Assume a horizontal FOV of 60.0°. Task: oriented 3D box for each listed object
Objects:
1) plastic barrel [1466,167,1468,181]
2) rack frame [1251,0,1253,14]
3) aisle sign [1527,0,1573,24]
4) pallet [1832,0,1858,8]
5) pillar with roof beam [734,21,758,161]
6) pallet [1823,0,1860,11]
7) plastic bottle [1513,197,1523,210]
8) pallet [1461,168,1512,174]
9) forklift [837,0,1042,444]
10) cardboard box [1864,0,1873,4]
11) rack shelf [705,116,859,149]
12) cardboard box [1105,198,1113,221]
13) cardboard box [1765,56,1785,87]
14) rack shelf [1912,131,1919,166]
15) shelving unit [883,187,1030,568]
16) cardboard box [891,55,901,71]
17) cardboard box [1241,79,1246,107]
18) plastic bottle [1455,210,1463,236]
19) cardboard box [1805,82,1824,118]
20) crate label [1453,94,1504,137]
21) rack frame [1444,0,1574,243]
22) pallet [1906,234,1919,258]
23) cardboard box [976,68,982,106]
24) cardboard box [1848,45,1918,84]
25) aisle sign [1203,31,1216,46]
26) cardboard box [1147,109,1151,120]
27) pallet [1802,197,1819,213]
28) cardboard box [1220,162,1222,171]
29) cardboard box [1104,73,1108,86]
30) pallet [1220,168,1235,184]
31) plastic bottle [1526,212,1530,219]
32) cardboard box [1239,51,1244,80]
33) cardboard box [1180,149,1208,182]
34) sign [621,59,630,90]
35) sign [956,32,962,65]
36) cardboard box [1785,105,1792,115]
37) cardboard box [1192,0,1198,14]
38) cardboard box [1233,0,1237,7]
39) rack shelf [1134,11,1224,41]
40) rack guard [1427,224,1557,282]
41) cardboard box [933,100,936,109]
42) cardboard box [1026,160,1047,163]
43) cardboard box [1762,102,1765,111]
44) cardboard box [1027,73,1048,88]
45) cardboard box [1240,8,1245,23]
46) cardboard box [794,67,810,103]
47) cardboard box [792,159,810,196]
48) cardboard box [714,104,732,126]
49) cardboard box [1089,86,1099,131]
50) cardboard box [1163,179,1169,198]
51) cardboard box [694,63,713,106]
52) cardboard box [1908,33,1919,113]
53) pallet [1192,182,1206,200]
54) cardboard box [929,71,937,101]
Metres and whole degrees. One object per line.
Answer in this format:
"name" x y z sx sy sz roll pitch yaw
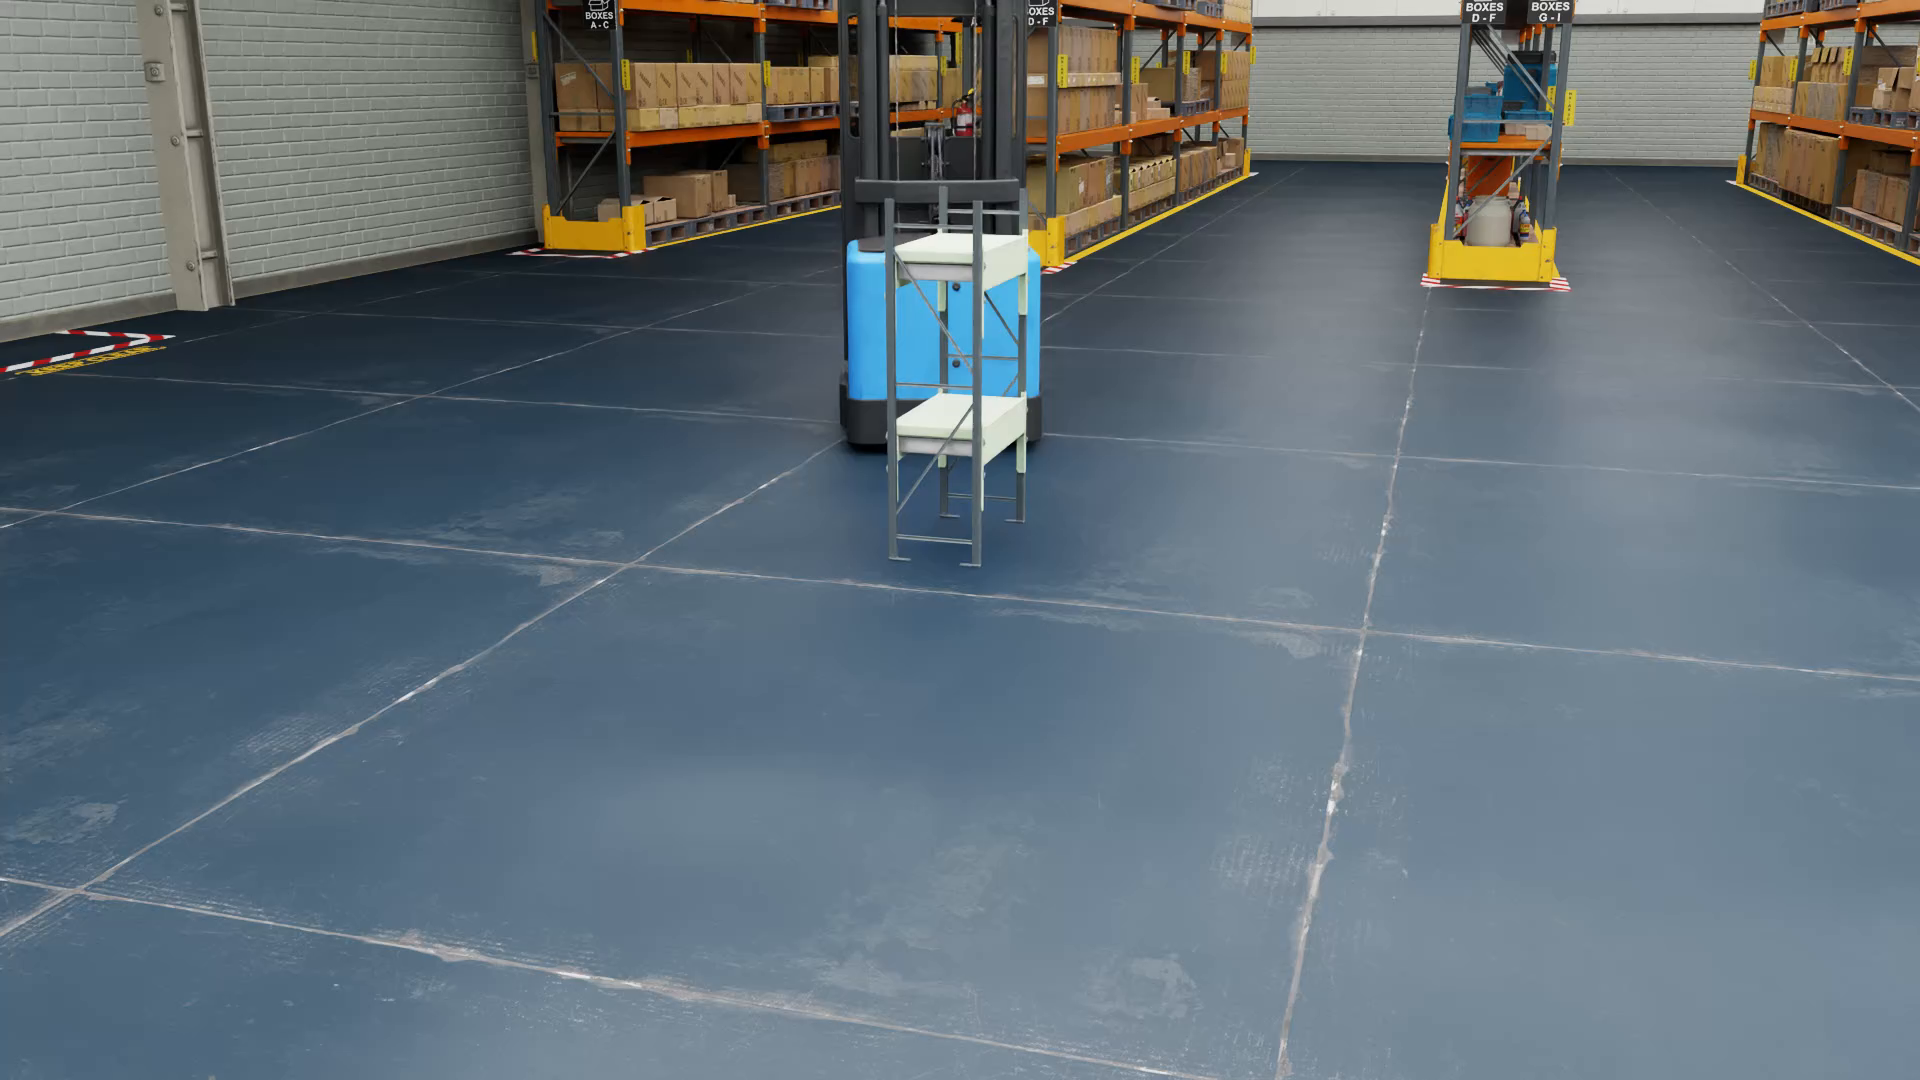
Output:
"plastic barrel" 8.060 -5.696 25.705 0.421 0.512 0.421 0 16 0
"rack frame" 5.067 -11.476 31.299 1.000 3.000 0.127 5 16 16
"aisle sign" 5.529 -5.228 15.500 0.394 0.787 0.004 5 16 16
"pallet" 12.423 -7.253 22.251 1.213 0.211 1.003 5 17 18
"pillar with roof beam" 0.972 -9.159 23.131 9.100 9.000 0.400 5 16 16
"pallet" 12.738 -7.545 23.283 1.003 0.211 1.213 5 17 18
"plastic bottle" 6.444 -3.762 19.142 0.144 0.351 0.185 4 16 13
"pallet" 9.544 -6.651 30.390 1.003 0.211 1.213 5 16 16
"forklift" -0.173 -2.270 9.961 1.130 2.935 3.031 -1 16 -4
"cardboard box" 11.913 -6.995 21.273 0.500 0.250 0.500 5 17 17
"rack shelf" -2.525 -6.011 24.342 1.077 0.370 4.000 5 16 16
"cardboard box" 1.583 -4.061 20.420 0.500 0.250 0.500 5 16 16
"cardboard box" 13.885 -7.881 27.973 0.500 0.500 0.500 4 16 14
"rack shelf" 10.585 -3.812 16.590 1.077 0.370 4.000 5 16 16
"shelving unit" -0.002 -0.720 7.119 0.431 1.500 0.755 5 16 16
"cardboard box" -1.290 -7.812 27.236 0.500 0.250 0.500 5 17 16
"cardboard box" 5.057 -8.364 31.136 0.500 0.500 0.500 5 17 16
"plastic bottle" 5.468 -3.498 18.352 0.152 0.276 0.135 5 17 16
"cardboard box" 12.772 -6.459 24.421 0.500 0.500 0.500 4 16 15
"crate label" 5.532 -4.538 17.768 0.502 0.435 0.616 5 16 16
"rack frame" 5.268 -4.019 16.001 1.000 3.000 0.127 5 16 16
"pallet" 10.997 -3.161 18.088 1.003 0.211 1.213 5 16 16
"cardboard box" -0.015 -8.792 32.280 0.980 0.700 0.700 4 16 15
"cardboard box" 12.514 -6.449 22.546 0.797 0.503 0.637 5 17 18
"aisle sign" 4.805 -9.881 31.906 0.394 0.787 0.004 5 16 16
"cardboard box" 2.485 -6.038 23.581 0.380 0.149 0.250 6 17 20
"pallet" 12.935 -4.905 24.235 1.003 0.211 1.213 5 16 16
"cardboard box" 4.493 -6.712 29.883 0.380 0.166 0.250 5 16 16
"cardboard box" 1.567 -5.521 19.925 0.380 0.149 0.250 5 16 16
"pallet" 4.471 -6.702 30.570 1.003 0.211 1.213 5 16 16
"plastic bottle" 6.164 -3.432 18.103 0.061 0.283 0.133 5 17 17
"cardboard box" 4.919 -8.713 30.536 0.500 0.500 0.500 5 17 17
"cardboard box" 3.774 -6.141 27.259 0.500 0.500 0.500 5 17 17
"sign" -3.710 -5.162 18.444 0.100 0.325 0.005 5 16 16
"sign" 0.004 -5.121 17.330 0.100 0.325 0.005 5 16 16
"cardboard box" 13.200 -6.759 26.121 0.380 0.149 0.250 5 17 16
"cardboard box" 3.178 -8.374 25.677 0.910 0.500 0.500 5 16 16
"cardboard box" 4.601 -9.524 29.271 0.500 0.250 0.500 5 16 16
"rack shelf" 3.362 -8.117 26.272 1.077 0.370 4.000 5 16 16
"rack guard" 5.245 -2.840 16.425 1.175 0.500 0.348 5 16 16
"cardboard box" -0.645 -7.705 29.421 0.380 0.149 0.250 5 17 16
"cardboard box" 0.801 -4.201 19.538 0.500 0.500 0.500 5 16 16
"cardboard box" 13.857 -7.364 28.254 0.380 0.149 0.250 4 16 15
"cardboard box" 0.838 -4.850 17.560 0.380 0.149 0.250 5 16 15
"cardboard box" 4.892 -9.544 30.259 0.500 0.250 0.500 5 16 16
"cardboard box" -2.593 -6.544 23.915 0.700 0.500 0.500 7 17 24
"cardboard box" -2.618 -5.306 24.314 0.700 0.500 0.500 5 17 17
"cardboard box" -3.215 -5.361 20.972 0.500 0.250 0.500 5 16 16
"cardboard box" 1.247 -5.113 19.674 0.700 0.500 0.500 5 17 17
"cardboard box" 2.735 -5.084 24.028 0.500 0.250 0.500 4 16 15
"cardboard box" -3.368 -5.586 20.391 0.500 0.500 0.500 5 17 18
"cardboard box" 11.514 -5.369 18.892 1.000 1.000 1.000 5 17 16
"pallet" 3.391 -5.666 26.919 1.003 0.211 1.213 5 16 16
"cardboard box" -0.710 -7.987 29.227 0.500 0.500 0.500 4 16 15
